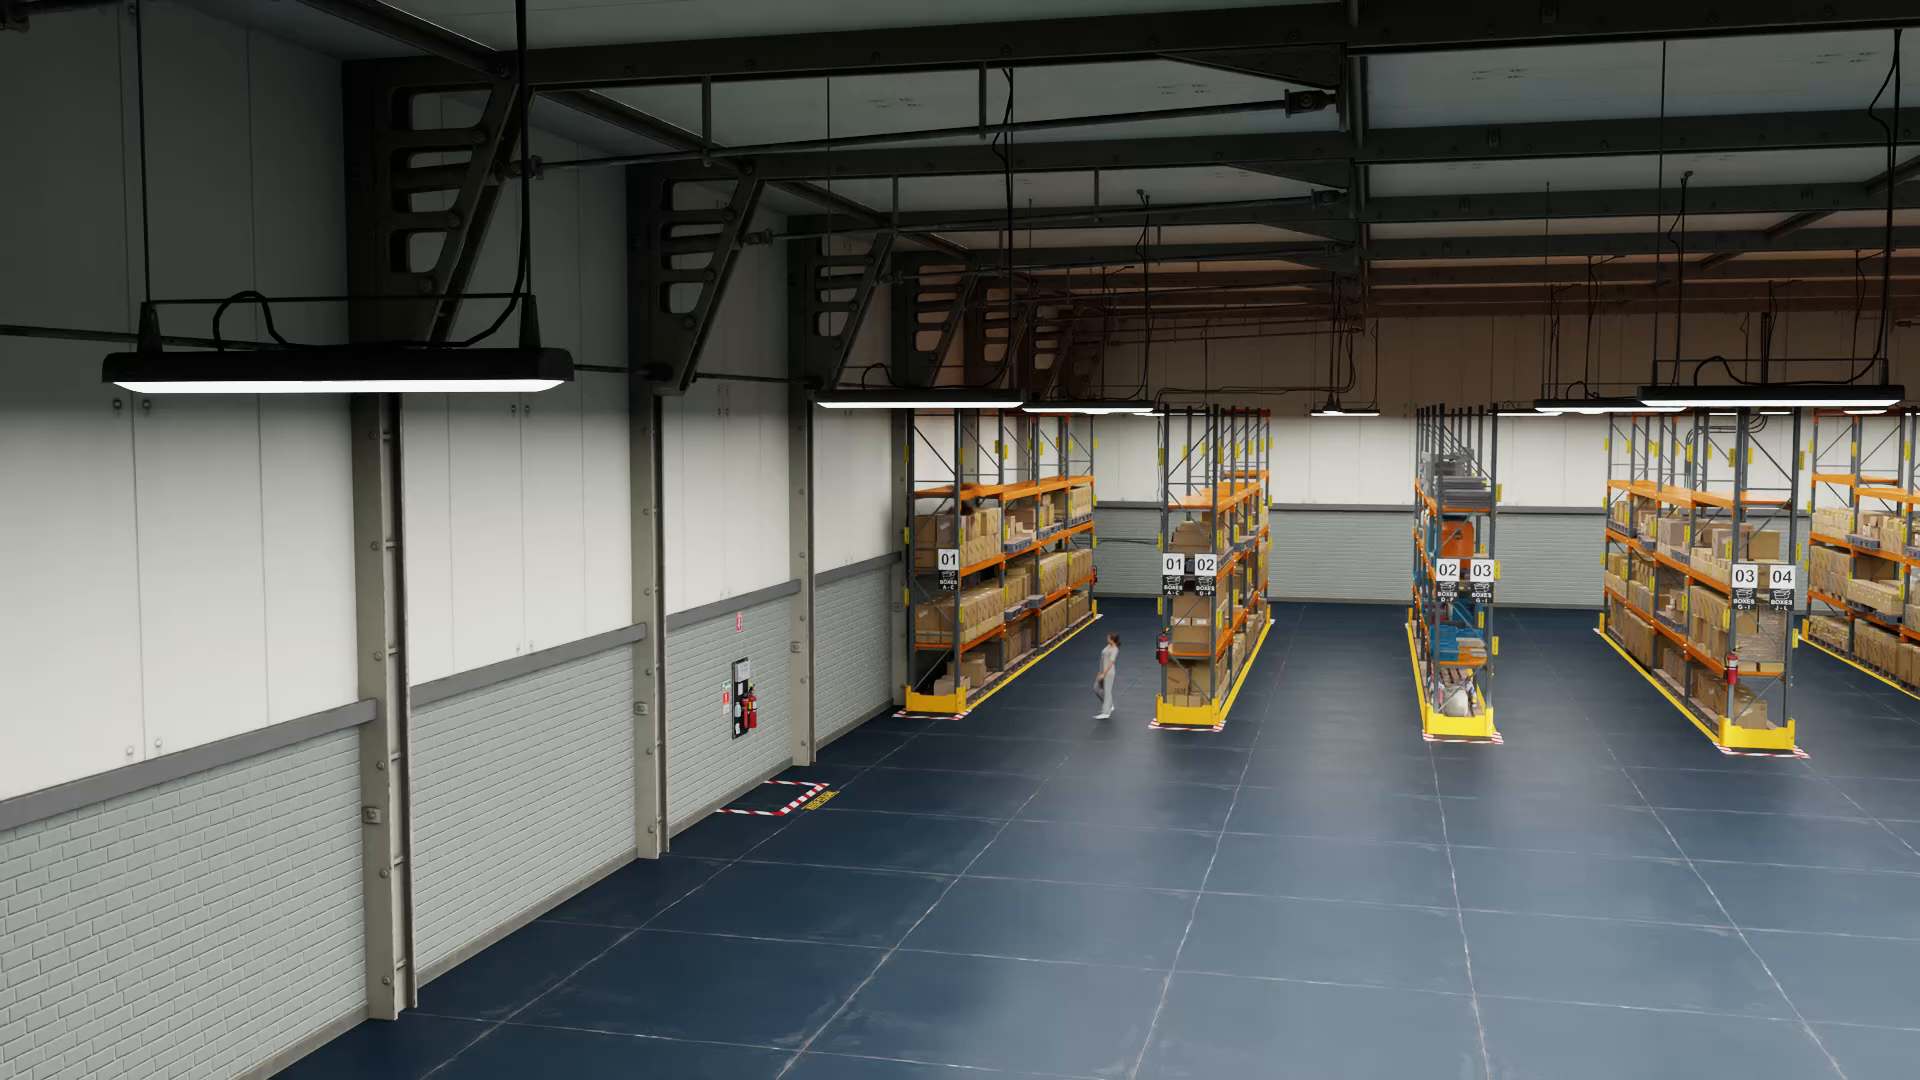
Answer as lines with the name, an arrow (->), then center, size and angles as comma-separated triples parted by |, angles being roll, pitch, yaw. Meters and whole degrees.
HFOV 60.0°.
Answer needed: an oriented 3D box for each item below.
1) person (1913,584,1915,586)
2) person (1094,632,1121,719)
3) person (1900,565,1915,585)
person -> 23.621, 1.910, 41.159 | 0.531, 1.672, 0.400 | -4, 6, -43
person -> 2.801, 2.574, 31.845 | 0.509, 1.661, 0.549 | -1, 4, -19
person -> 25.830, 1.537, 45.501 | 0.953, 1.740, 0.637 | -1, 4, -15
